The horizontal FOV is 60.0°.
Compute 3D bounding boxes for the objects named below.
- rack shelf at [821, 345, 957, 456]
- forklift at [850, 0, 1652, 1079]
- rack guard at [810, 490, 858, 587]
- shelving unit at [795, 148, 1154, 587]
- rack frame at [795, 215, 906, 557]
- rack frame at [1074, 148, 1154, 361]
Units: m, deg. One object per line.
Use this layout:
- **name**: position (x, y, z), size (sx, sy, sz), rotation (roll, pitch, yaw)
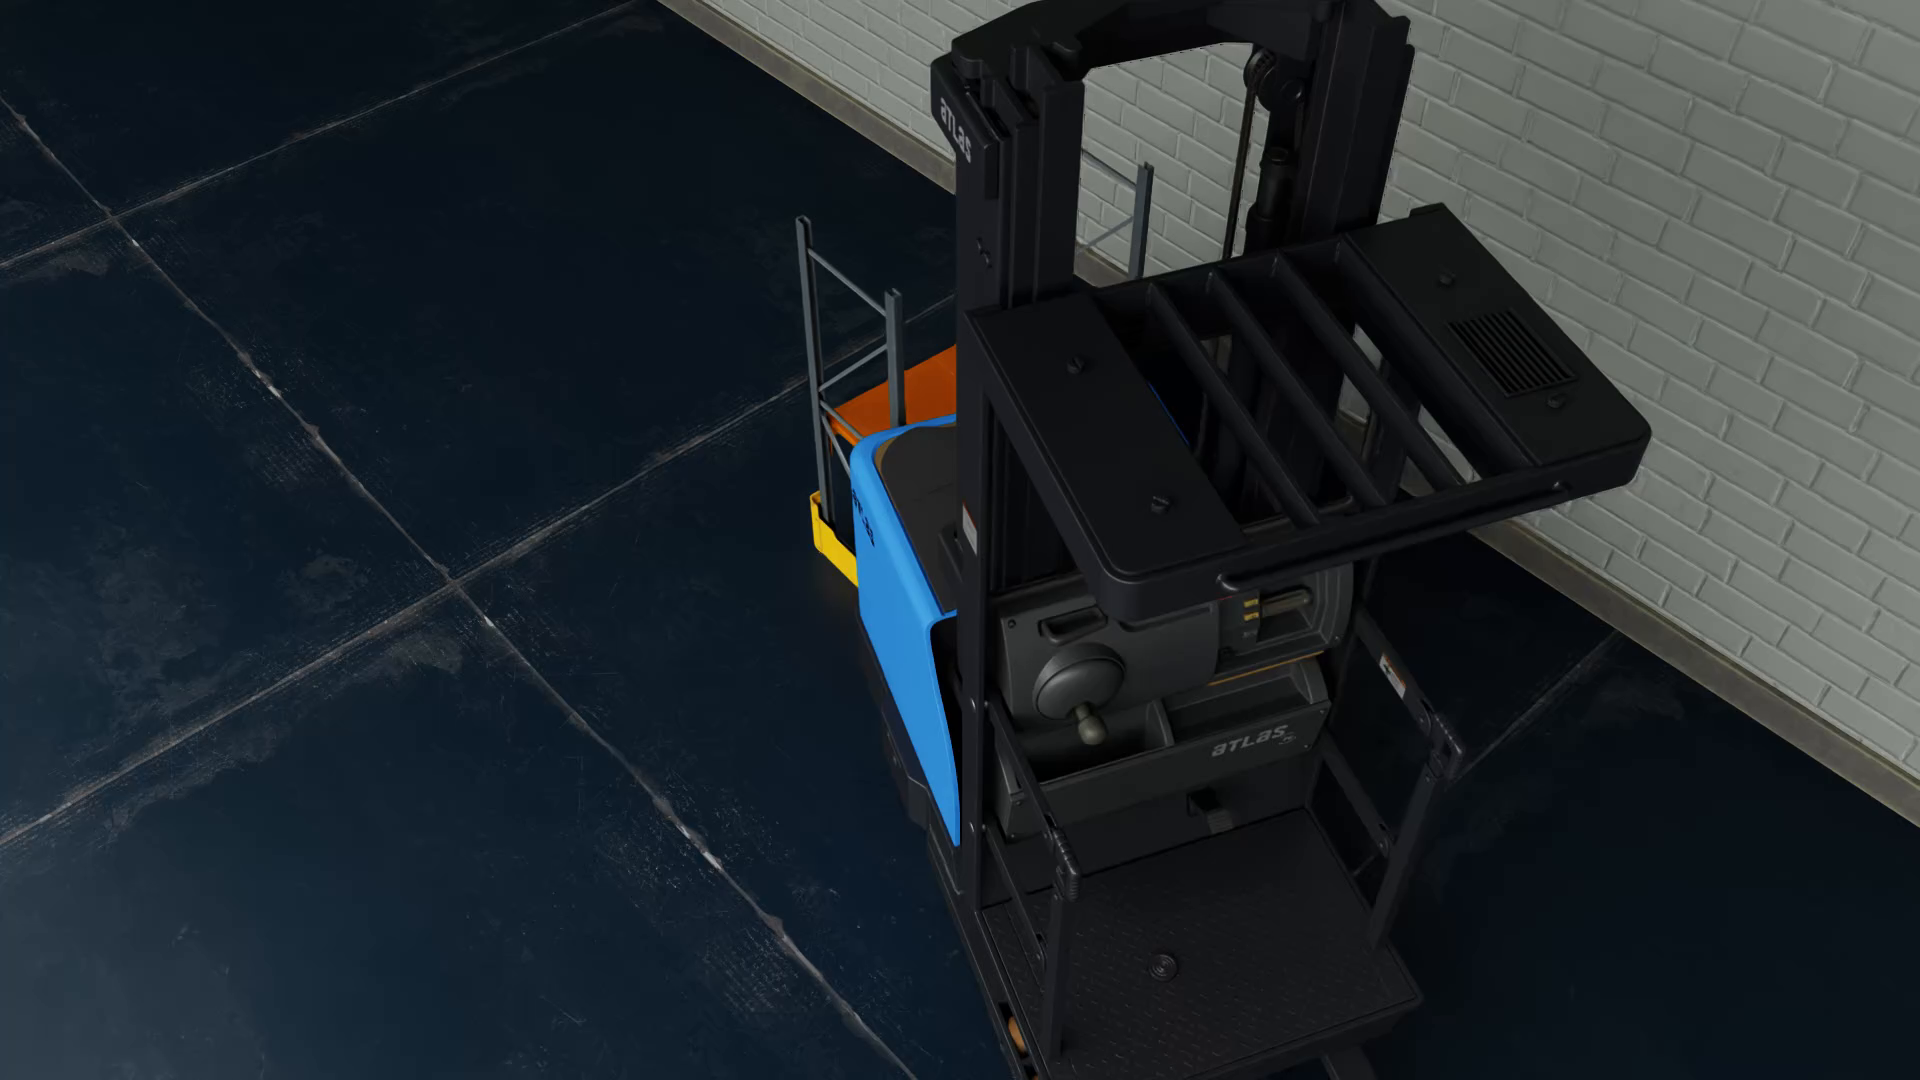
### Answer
- **rack shelf**: position (0.056, -0.460, 5.899), size (1.000, 0.185, 0.538), rotation (-31, 54, -25)
- **forklift**: position (0.618, 0.324, 3.956), size (1.130, 2.935, 3.031), rotation (-15, 49, -13)
- **rack guard**: position (-0.338, 0.076, 6.010), size (0.087, 0.250, 0.587), rotation (-31, 54, -25)
- **shelving unit**: position (0.049, -0.578, 5.763), size (1.083, 1.500, 0.587), rotation (-31, 54, -25)
- **rack frame**: position (-0.339, -0.347, 5.550), size (0.032, 1.500, 0.500), rotation (-31, 54, -25)
- **rack frame**: position (0.452, -0.817, 5.983), size (0.032, 1.500, 0.500), rotation (-31, 54, -25)
